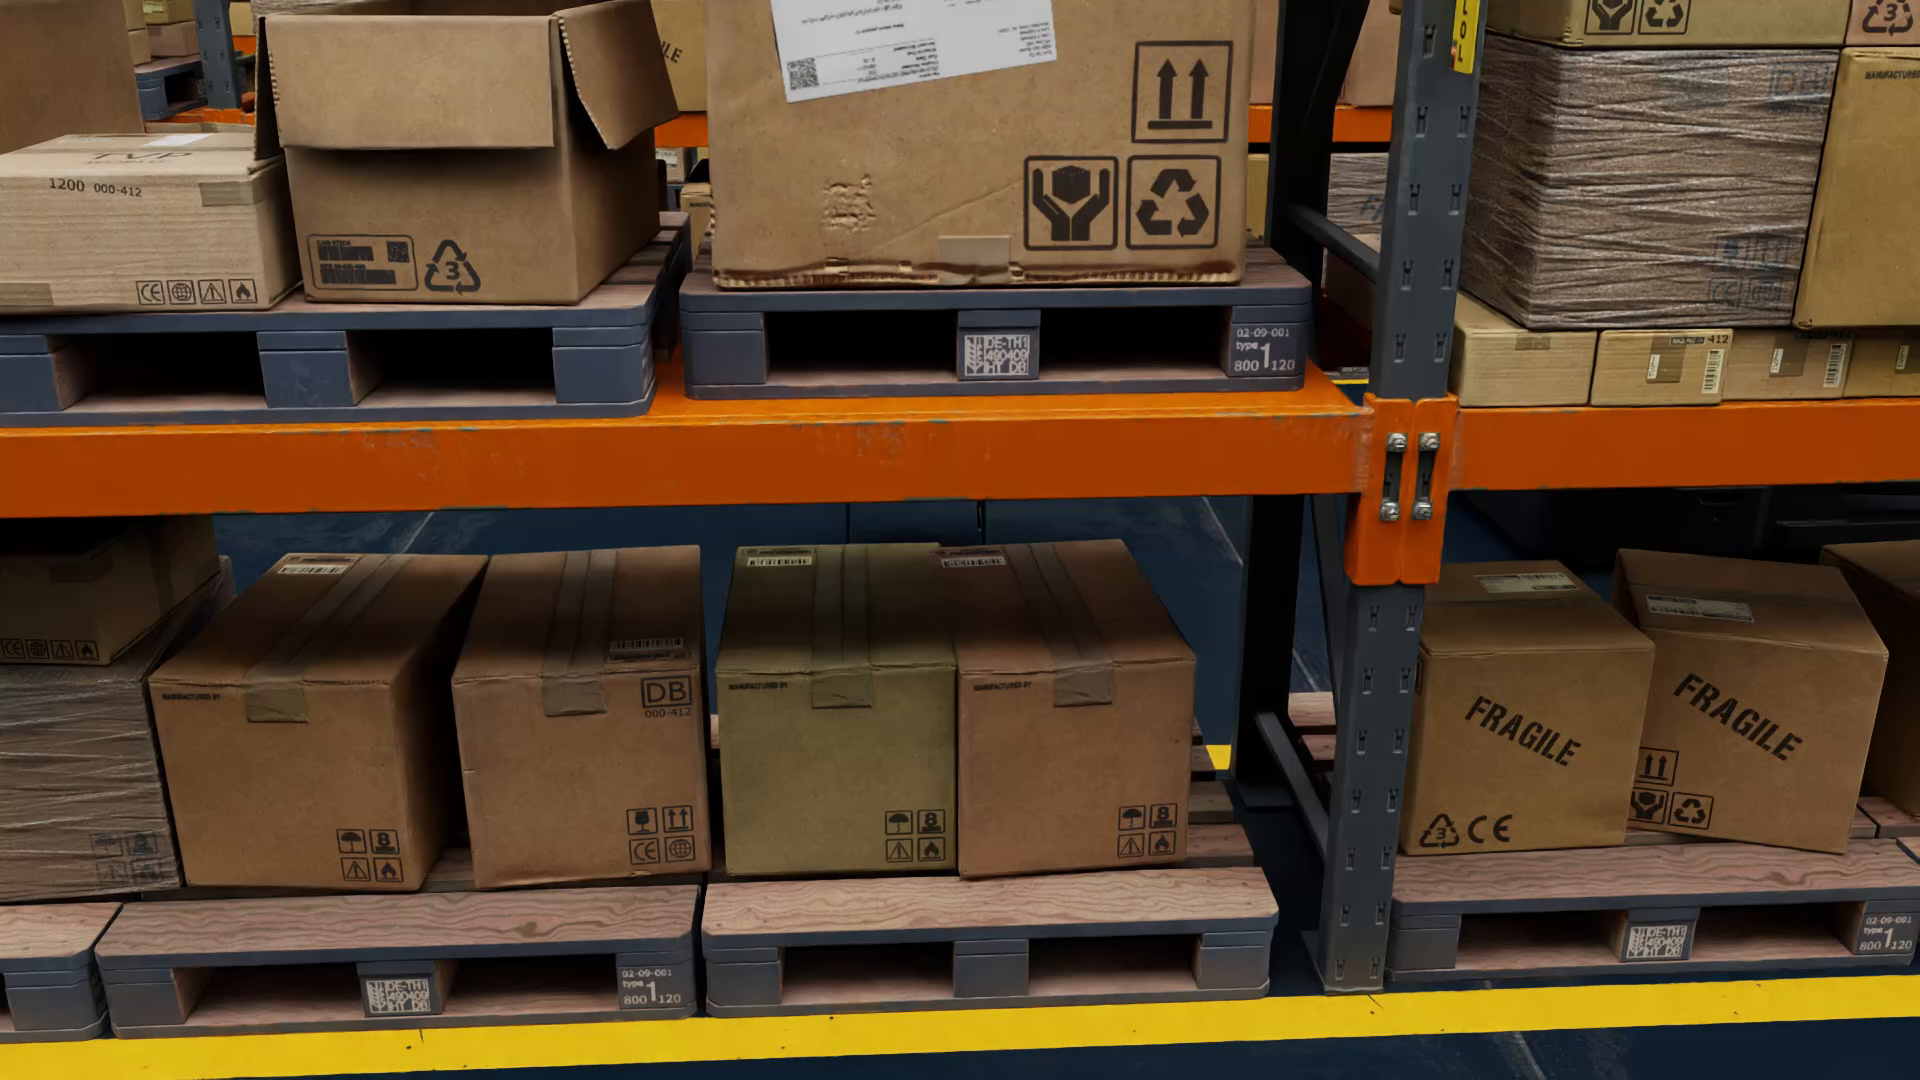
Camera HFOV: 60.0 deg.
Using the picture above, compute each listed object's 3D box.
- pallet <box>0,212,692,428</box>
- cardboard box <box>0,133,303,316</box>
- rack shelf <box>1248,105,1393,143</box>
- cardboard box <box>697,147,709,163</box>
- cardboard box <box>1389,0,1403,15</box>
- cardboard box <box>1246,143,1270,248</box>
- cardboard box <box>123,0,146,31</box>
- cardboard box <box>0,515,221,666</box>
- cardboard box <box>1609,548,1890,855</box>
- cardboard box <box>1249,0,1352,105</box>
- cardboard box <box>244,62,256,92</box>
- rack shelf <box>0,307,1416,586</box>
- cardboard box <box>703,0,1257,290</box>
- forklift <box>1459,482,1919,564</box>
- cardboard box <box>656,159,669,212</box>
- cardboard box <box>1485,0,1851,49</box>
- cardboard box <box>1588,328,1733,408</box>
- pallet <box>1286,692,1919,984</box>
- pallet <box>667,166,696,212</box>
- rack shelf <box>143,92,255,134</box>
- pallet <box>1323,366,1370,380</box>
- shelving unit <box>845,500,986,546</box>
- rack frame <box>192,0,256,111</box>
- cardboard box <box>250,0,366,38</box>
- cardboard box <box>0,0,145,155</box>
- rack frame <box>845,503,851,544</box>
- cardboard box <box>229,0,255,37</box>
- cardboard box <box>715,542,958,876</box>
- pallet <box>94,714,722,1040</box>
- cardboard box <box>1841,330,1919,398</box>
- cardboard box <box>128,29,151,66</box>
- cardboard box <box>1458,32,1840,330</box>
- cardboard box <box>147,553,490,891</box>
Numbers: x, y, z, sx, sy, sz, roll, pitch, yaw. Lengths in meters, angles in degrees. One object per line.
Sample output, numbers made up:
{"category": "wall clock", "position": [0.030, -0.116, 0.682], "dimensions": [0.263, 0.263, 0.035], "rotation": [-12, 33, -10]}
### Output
{"category": "pallet", "position": [-1.204, -0.488, 3.457], "dimensions": [1.213, 0.211, 1.003], "rotation": [-1, 21, -3]}
{"category": "cardboard box", "position": [-1.491, -0.601, 3.106], "dimensions": [0.500, 0.250, 0.500], "rotation": [-2, 21, -5]}
{"category": "rack shelf", "position": [2.630, -2.073, 8.360], "dimensions": [4.000, 0.370, 1.077], "rotation": [-1, 21, -3]}
{"category": "cardboard box", "position": [-1.685, -3.051, 13.021], "dimensions": [0.625, 0.372, 0.950], "rotation": [0, 21, -1]}
{"category": "cardboard box", "position": [1.249, -1.364, 3.524], "dimensions": [0.500, 0.500, 0.500], "rotation": [-1, 21, -3]}
{"category": "cardboard box", "position": [1.265, -1.559, 8.397], "dimensions": [0.875, 0.875, 0.875], "rotation": [-1, 21, -2]}
{"category": "cardboard box", "position": [-3.827, -2.333, 7.378], "dimensions": [0.250, 0.149, 0.380], "rotation": [-1, 21, -2]}
{"category": "cardboard box", "position": [-1.982, 0.051, 3.613], "dimensions": [0.500, 0.250, 0.500], "rotation": [1, 21, 3]}
{"category": "cardboard box", "position": [1.789, 0.359, 3.884], "dimensions": [0.500, 0.500, 0.500], "rotation": [5, 22, 14]}
{"category": "cardboard box", "position": [1.549, -2.469, 8.180], "dimensions": [0.550, 0.550, 0.875], "rotation": [-1, 21, -3]}
{"category": "cardboard box", "position": [-5.329, -3.245, 12.826], "dimensions": [0.875, 0.875, 0.875], "rotation": [-1, 21, -2]}
{"category": "rack shelf", "position": [-1.181, -0.227, 3.514], "dimensions": [4.000, 0.370, 1.077], "rotation": [-1, 21, -3]}
{"category": "cardboard box", "position": [0.014, -1.114, 3.399], "dimensions": [1.000, 1.000, 1.000], "rotation": [-1, 21, -3]}
{"category": "forklift", "position": [3.446, -1.485, 5.903], "dimensions": [3.031, 2.935, 1.130], "rotation": [-2, 21, -5]}
{"category": "cardboard box", "position": [-1.874, -1.431, 8.236], "dimensions": [0.750, 0.750, 1.050], "rotation": [-1, 21, -2]}
{"category": "cardboard box", "position": [1.279, -1.176, 3.030], "dimensions": [0.500, 0.500, 0.500], "rotation": [-1, 21, -3]}
{"category": "cardboard box", "position": [1.298, -0.385, 3.269], "dimensions": [0.250, 0.149, 0.380], "rotation": [-1, 21, -3]}
{"category": "pallet", "position": [1.484, 0.673, 4.057], "dimensions": [1.213, 0.211, 1.003], "rotation": [-1, 21, -3]}
{"category": "pallet", "position": [-1.748, -2.779, 13.124], "dimensions": [1.213, 0.211, 1.003], "rotation": [-1, 21, -3]}
{"category": "rack shelf", "position": [-5.357, -1.910, 7.933], "dimensions": [4.000, 0.370, 1.077], "rotation": [-1, 21, -3]}
{"category": "pallet", "position": [1.397, -1.053, 8.589], "dimensions": [1.213, 0.211, 1.003], "rotation": [-1, 21, -3]}
{"category": "shelving unit", "position": [-0.165, -0.557, 5.899], "dimensions": [0.503, 1.200, 0.258], "rotation": [-1, 21, -3]}
{"category": "rack frame", "position": [-3.360, -2.287, 7.912], "dimensions": [0.127, 3.000, 1.000], "rotation": [-1, 21, -3]}
{"category": "cardboard box", "position": [-2.896, -2.247, 7.666], "dimensions": [0.500, 0.500, 0.500], "rotation": [-1, 21, -2]}
{"category": "cardboard box", "position": [-2.089, -0.838, 3.376], "dimensions": [0.500, 0.500, 0.700], "rotation": [2, 21, 5]}
{"category": "rack frame", "position": [-0.409, -0.552, 5.886], "dimensions": [0.015, 1.200, 0.240], "rotation": [-1, 21, -3]}
{"category": "cardboard box", "position": [-5.246, -3.850, 12.229], "dimensions": [0.500, 0.250, 0.500], "rotation": [-1, 21, -4]}
{"category": "cardboard box", "position": [-0.276, 0.366, 3.838], "dimensions": [0.500, 0.500, 0.700], "rotation": [-1, 21, -3]}
{"category": "pallet", "position": [-1.182, 0.741, 3.878], "dimensions": [1.213, 0.211, 1.003], "rotation": [-1, 21, -3]}
{"category": "cardboard box", "position": [1.795, -0.408, 3.330], "dimensions": [0.250, 0.149, 0.380], "rotation": [-1, 21, -3]}
{"category": "cardboard box", "position": [-3.826, -2.193, 7.427], "dimensions": [0.250, 0.149, 0.380], "rotation": [-1, 21, -2]}
{"category": "cardboard box", "position": [1.268, -0.777, 3.388], "dimensions": [0.500, 0.500, 0.875], "rotation": [-1, 21, -3]}
{"category": "cardboard box", "position": [-1.391, 0.389, 3.778], "dimensions": [0.500, 0.500, 0.700], "rotation": [1, 21, 1]}
